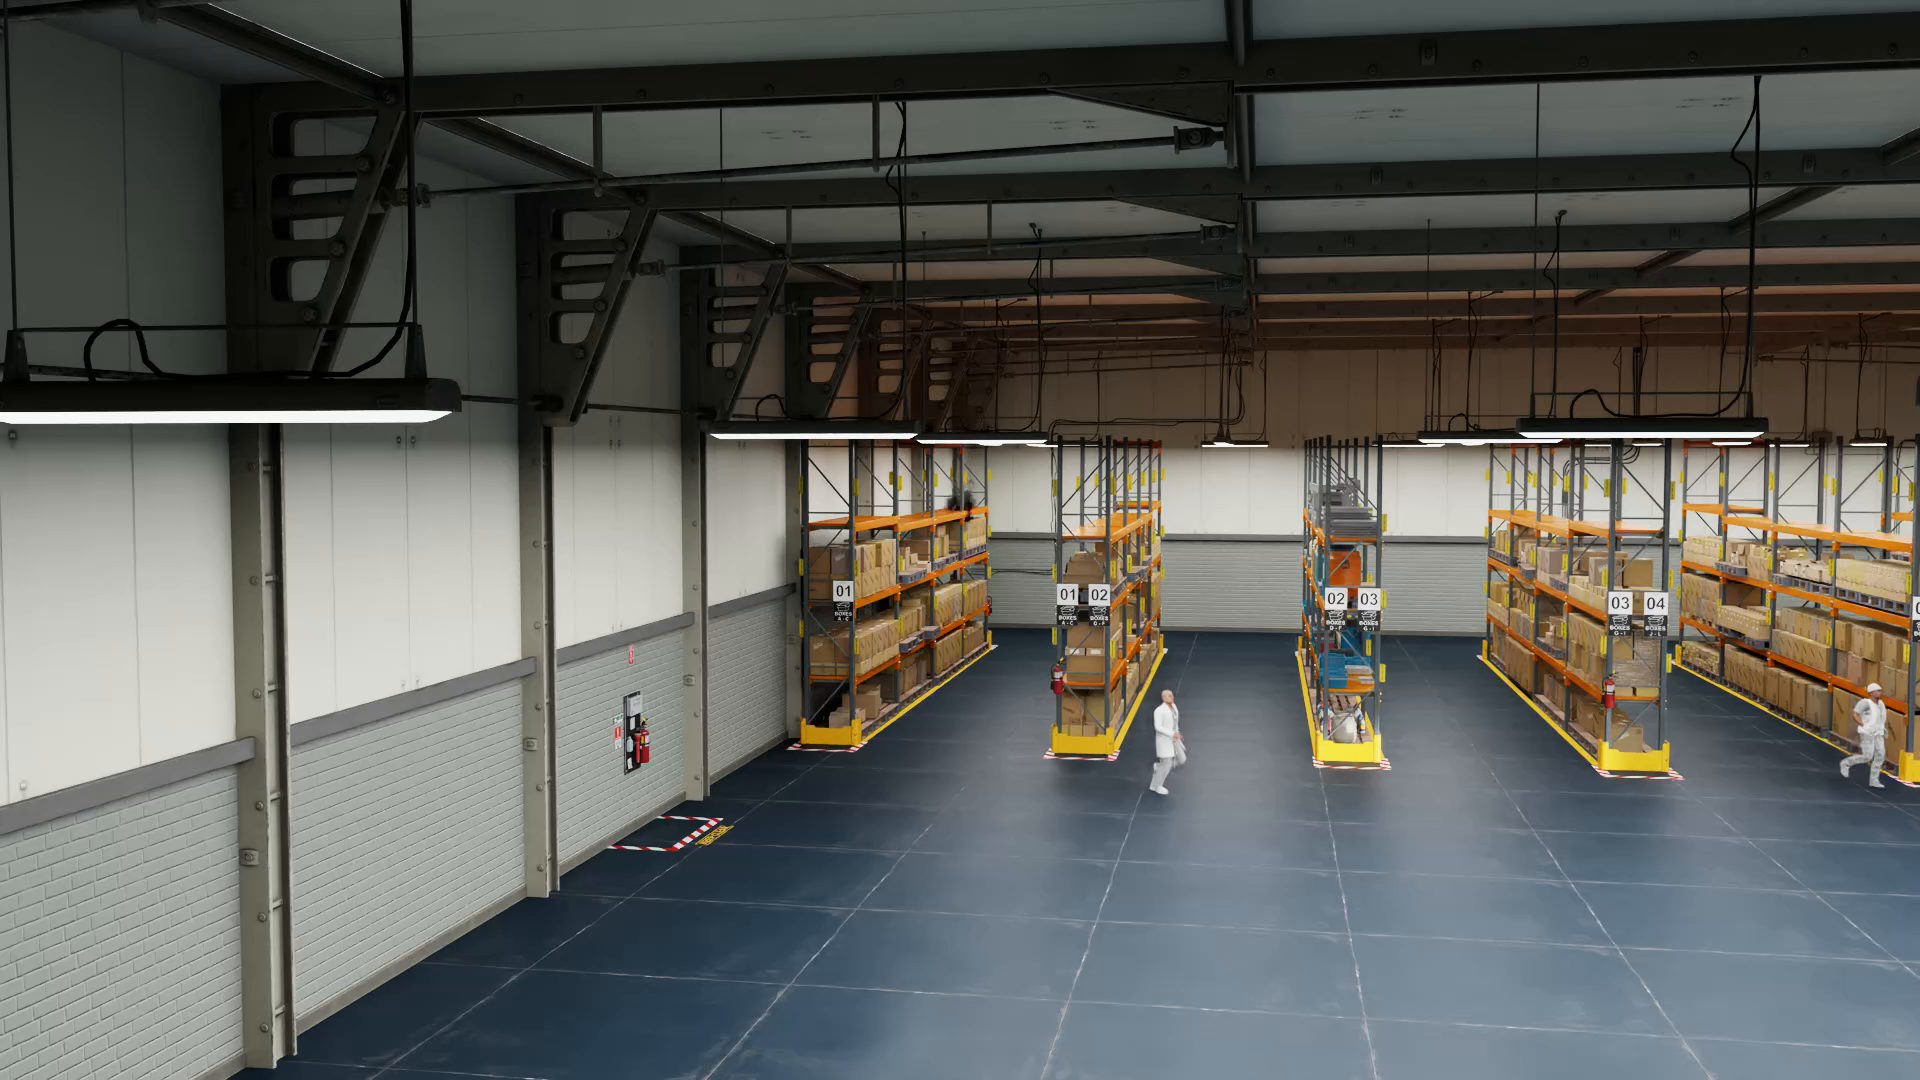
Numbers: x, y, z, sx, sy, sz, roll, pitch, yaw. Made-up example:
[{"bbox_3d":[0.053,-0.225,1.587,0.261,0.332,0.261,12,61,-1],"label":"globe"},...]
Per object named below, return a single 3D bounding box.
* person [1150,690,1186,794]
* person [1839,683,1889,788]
[{"bbox_3d":[3.495,3.360,27.732,0.699,1.740,0.740,3,4,43],"label":"person"},{"bbox_3d":[15.595,3.322,28.432,0.742,1.722,0.833,-1,3,-24],"label":"person"}]
